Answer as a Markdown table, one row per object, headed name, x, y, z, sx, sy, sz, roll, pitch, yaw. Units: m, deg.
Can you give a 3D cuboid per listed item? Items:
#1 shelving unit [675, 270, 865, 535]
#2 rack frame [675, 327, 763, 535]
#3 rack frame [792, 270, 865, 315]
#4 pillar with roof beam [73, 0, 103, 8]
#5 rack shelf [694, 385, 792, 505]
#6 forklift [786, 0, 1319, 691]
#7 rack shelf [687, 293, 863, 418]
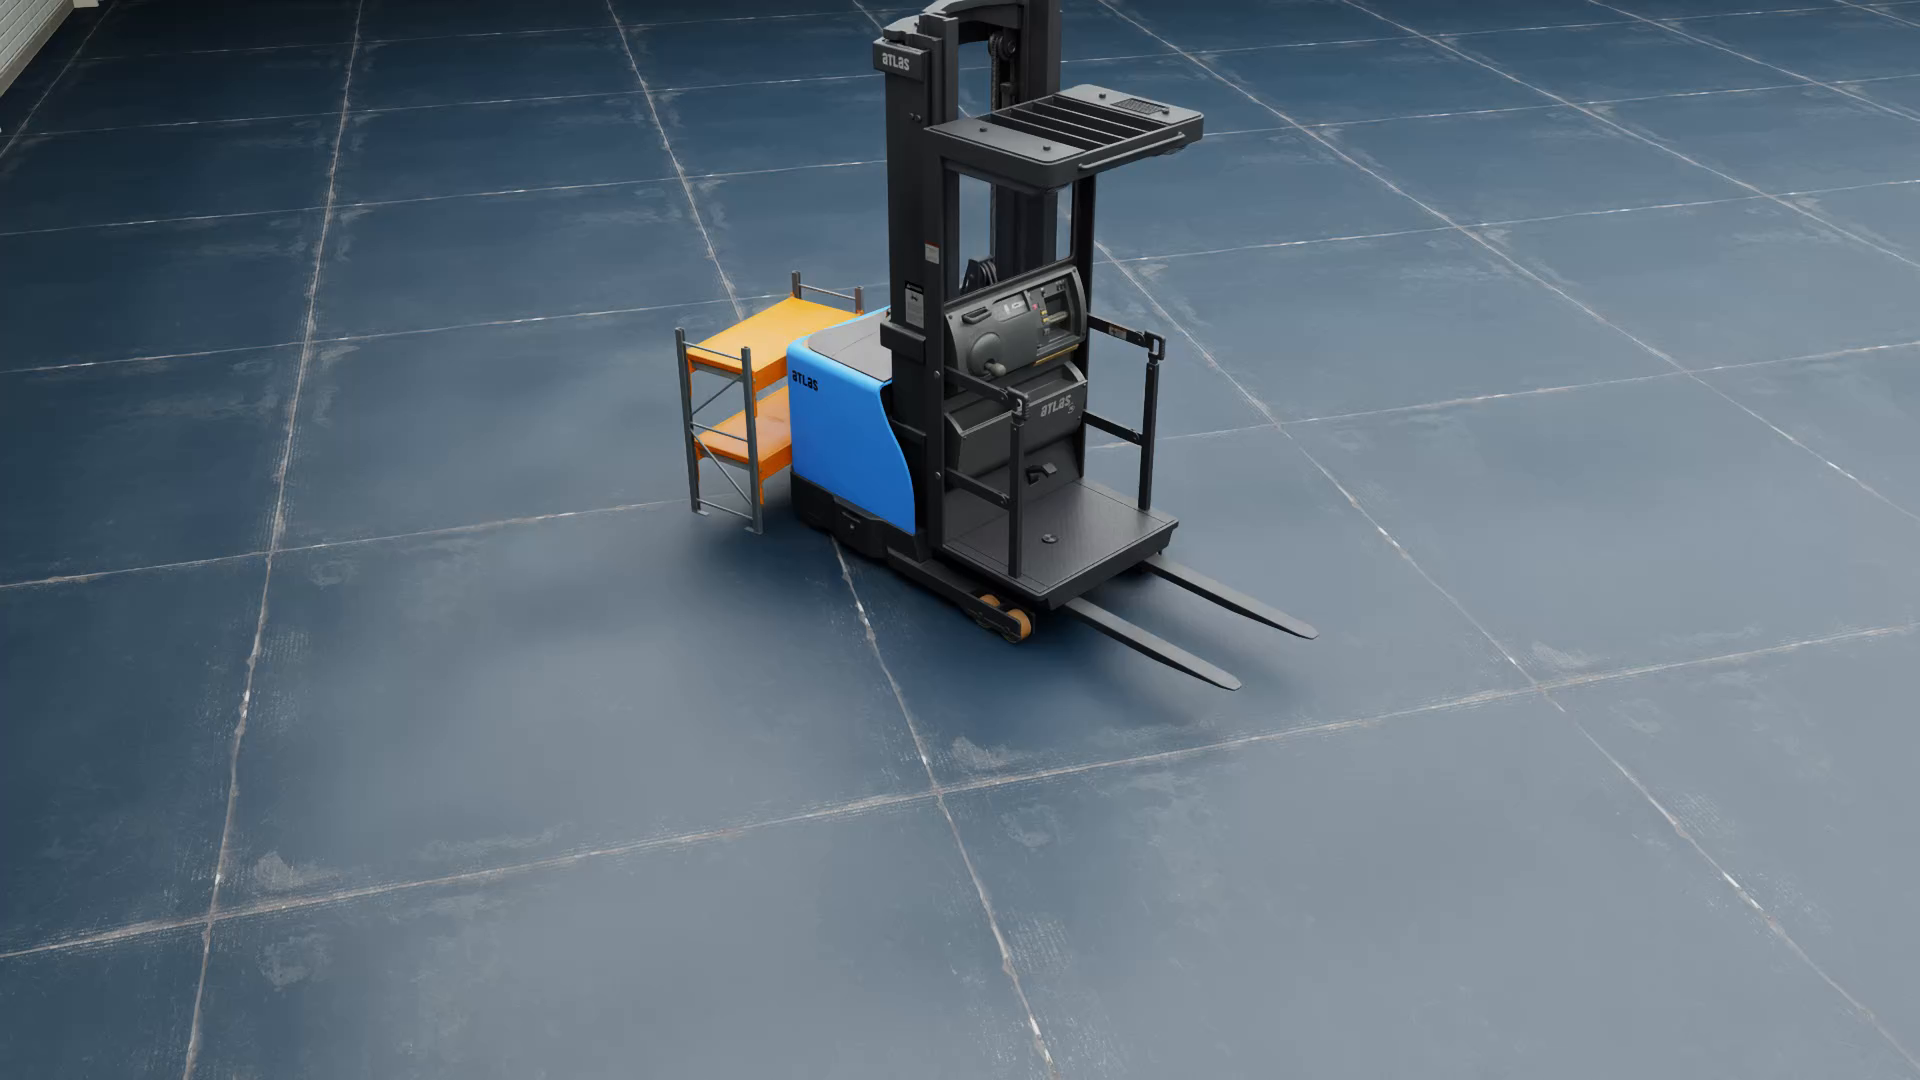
| name | x | y | z | sx | sy | sz | roll | pitch | yaw |
| --- | --- | --- | --- | --- | --- | --- | --- | --- | --- |
| shelving unit | -1.043 | -0.803 | 9.515 | 0.538 | 1.125 | 1.048 | 18 | 35 | 28 |
| rack frame | -1.321 | -0.590 | 9.146 | 0.500 | 1.125 | 0.032 | 18 | 35 | 28 |
| rack frame | -0.766 | -1.016 | 9.883 | 0.500 | 1.125 | 0.032 | 18 | 35 | 28 |
| pillar with roof beam | -6.811 | -11.205 | 19.626 | 9.100 | 9.000 | 0.400 | -8 | 31 | -13 |
| rack shelf | -1.043 | -0.591 | 9.637 | 0.538 | 0.278 | 1.000 | 18 | 35 | 28 |
| forklift | 0.437 | -1.045 | 8.130 | 1.130 | 2.935 | 3.031 | -26 | 39 | -37 |
| rack shelf | -1.043 | -1.056 | 9.368 | 0.538 | 0.278 | 1.000 | 18 | 35 | 28 |
